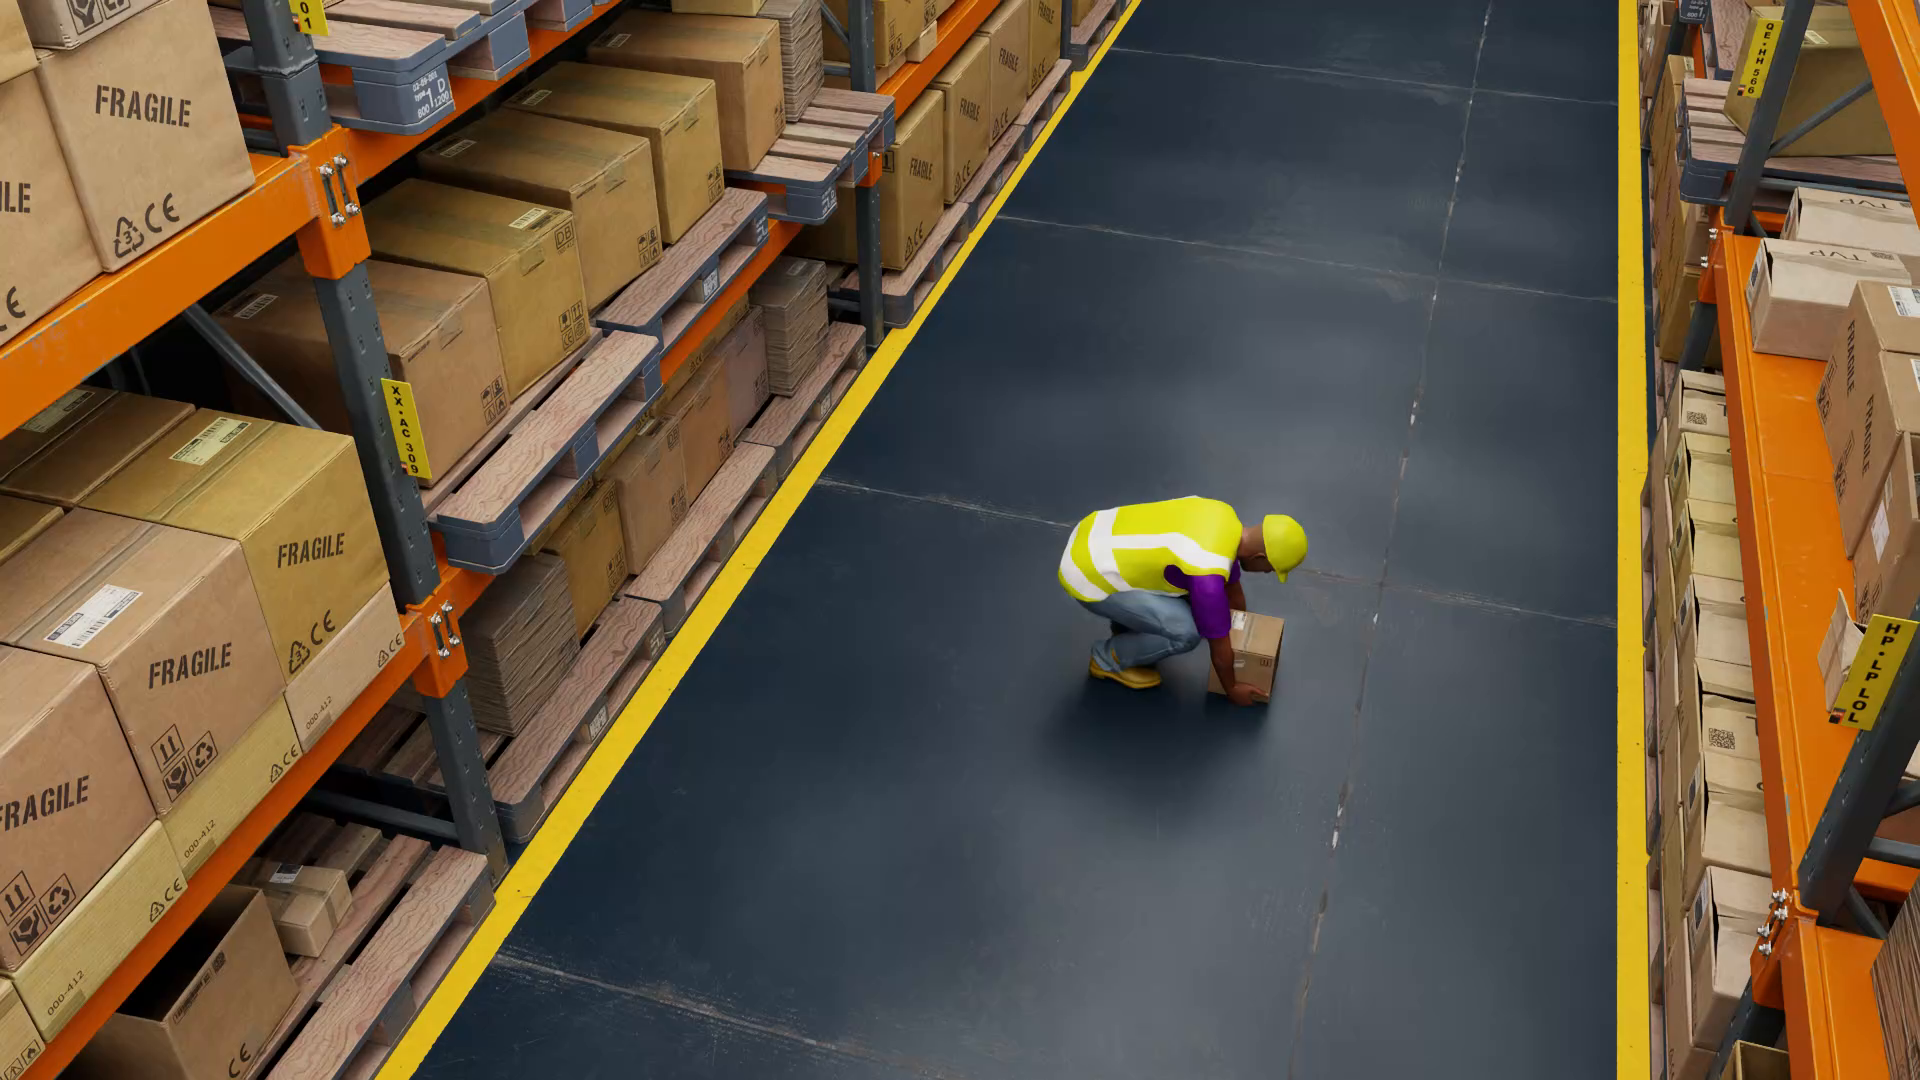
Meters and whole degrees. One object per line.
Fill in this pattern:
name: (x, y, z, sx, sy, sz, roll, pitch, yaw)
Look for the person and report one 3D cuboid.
person: (0.882, 0.201, 6.706, 0.953, 0.828, 0.531, 10, 38, 13)
